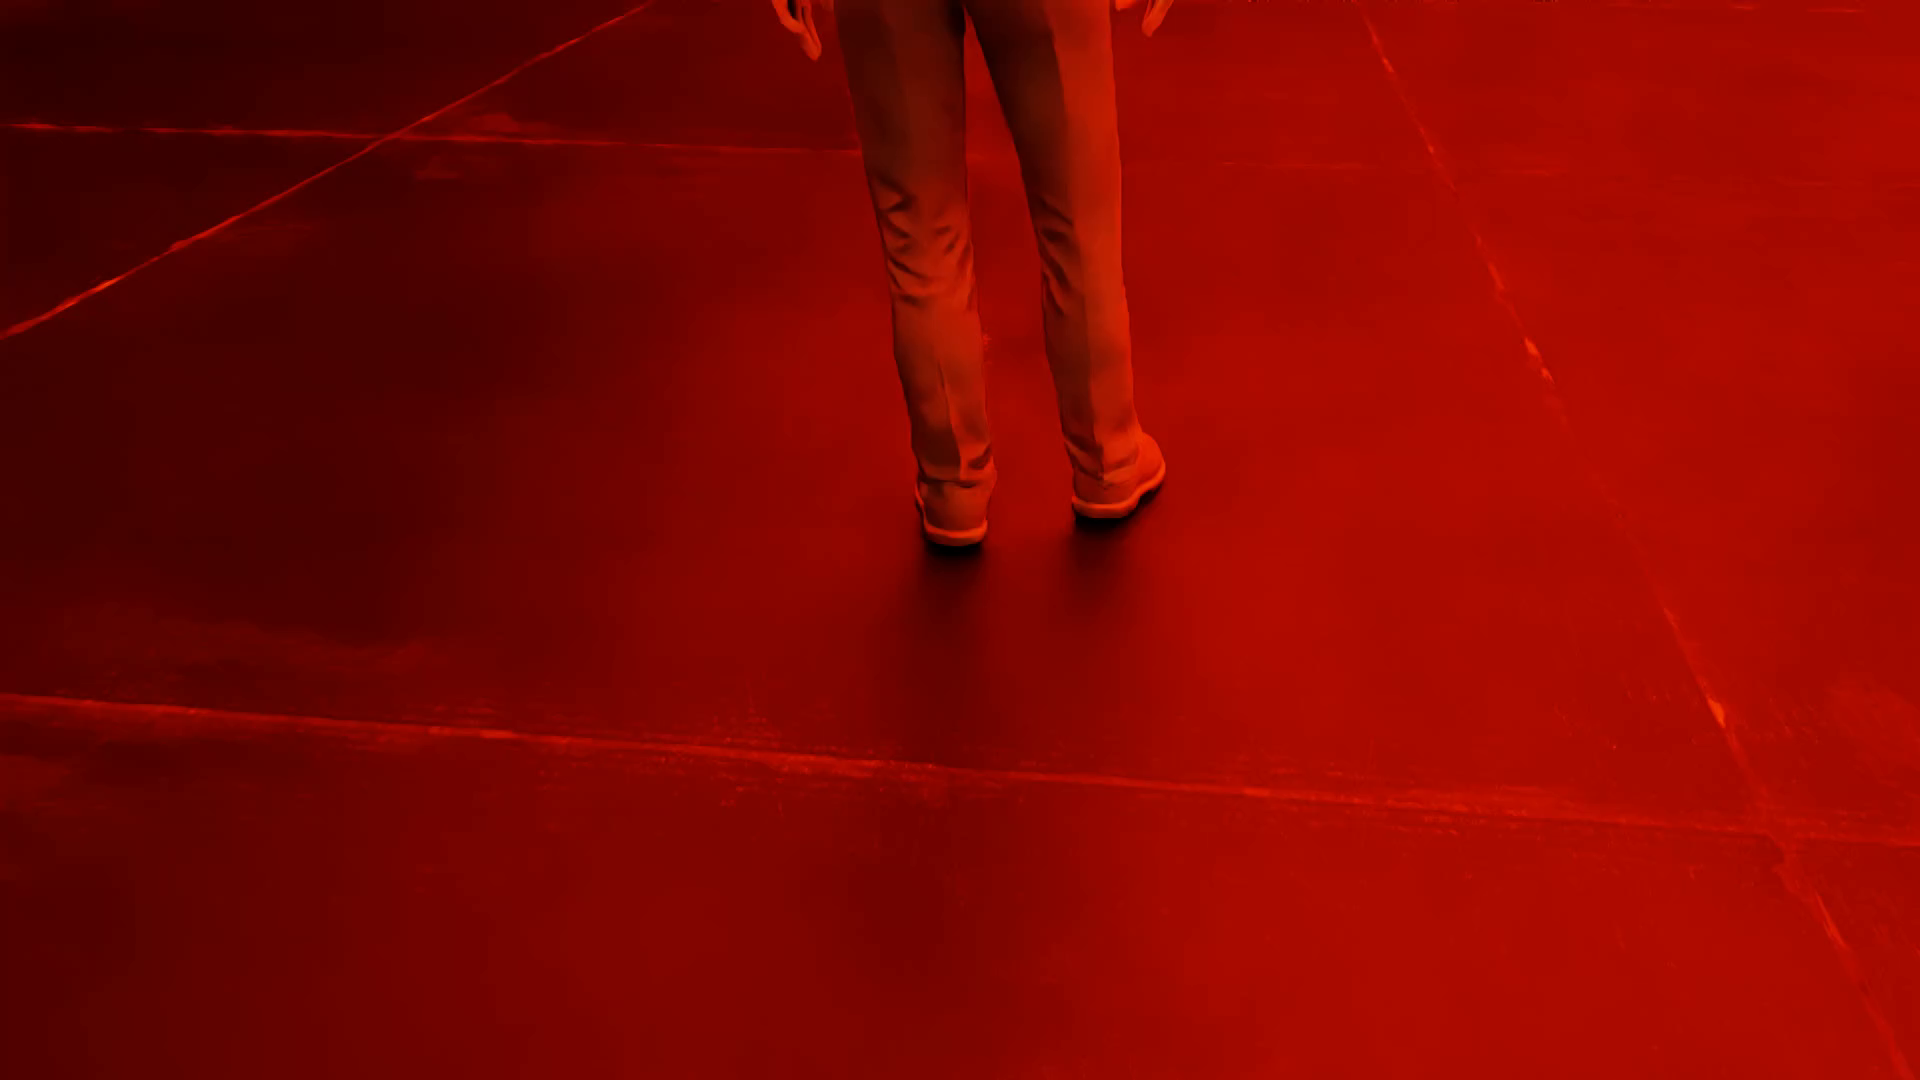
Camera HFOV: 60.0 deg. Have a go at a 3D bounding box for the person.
[{"bbox_3d":[0.016,-0.793,2.178,0.586,1.692,0.532,3,27,7],"label":"person"}]
